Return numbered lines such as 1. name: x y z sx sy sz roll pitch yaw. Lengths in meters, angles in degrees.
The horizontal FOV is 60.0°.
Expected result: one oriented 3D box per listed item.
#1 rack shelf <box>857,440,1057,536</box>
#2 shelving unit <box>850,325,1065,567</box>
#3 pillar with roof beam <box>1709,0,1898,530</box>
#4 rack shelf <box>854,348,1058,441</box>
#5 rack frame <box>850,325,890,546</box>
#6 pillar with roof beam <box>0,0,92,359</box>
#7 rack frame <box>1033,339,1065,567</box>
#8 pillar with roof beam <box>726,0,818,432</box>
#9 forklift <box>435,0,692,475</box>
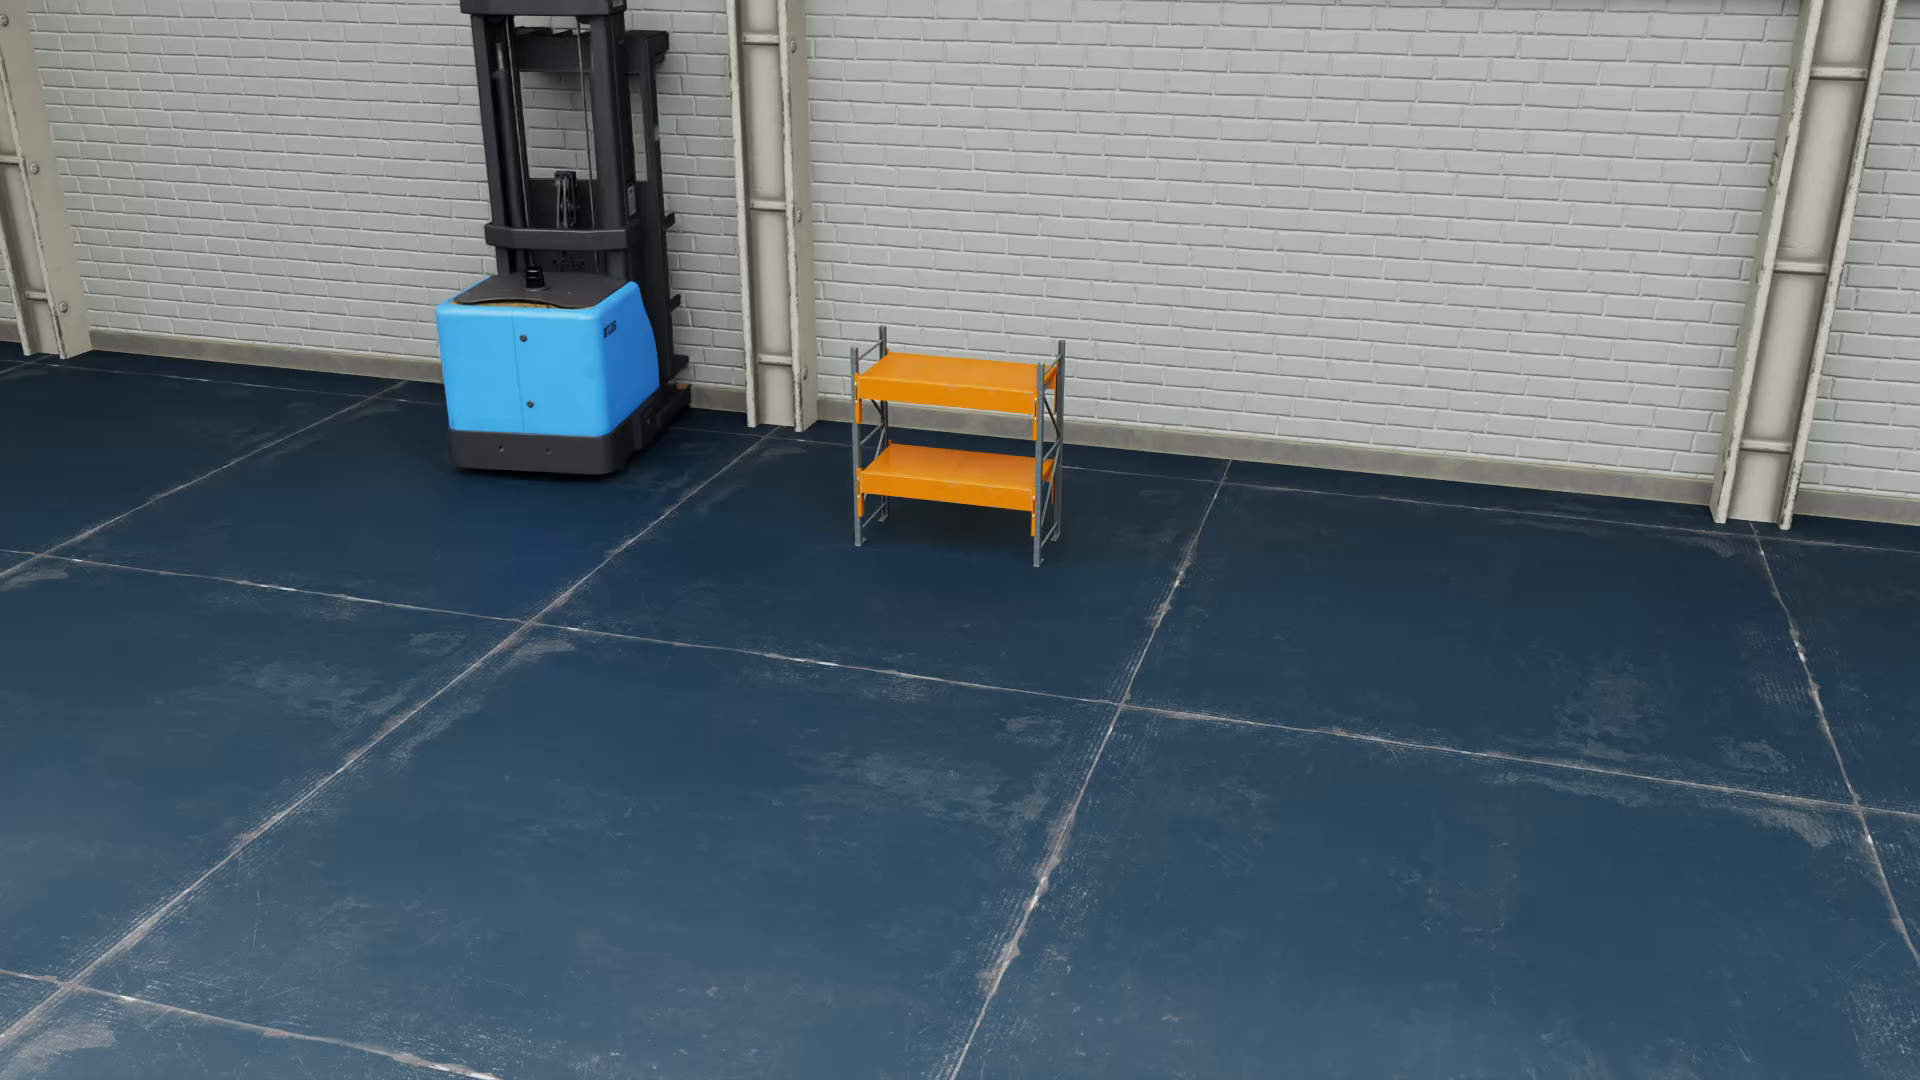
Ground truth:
1. rack shelf: -0.006 -0.295 9.151 1.000 0.278 0.538 7 23 16
2. shelving unit: -0.006 -0.521 9.058 1.048 1.125 0.538 7 23 16
3. pillar with roof beam: 3.311 -2.735 4.080 0.400 9.000 9.100 7 23 16
4. rack shelf: -0.006 -0.792 8.947 1.000 0.278 0.538 7 23 16
5. rack frame: -0.493 -0.577 9.194 0.032 1.125 0.500 7 23 16
6. pillar with roof beam: -8.177 -4.050 7.287 0.400 9.000 9.100 7 23 16
7. rack frame: 0.480 -0.465 8.922 0.032 1.125 0.500 7 23 16
8. pillar with roof beam: -2.433 -3.393 5.684 0.400 9.000 9.100 7 23 16
9. forklift: -2.412 -2.274 10.952 1.130 2.935 3.031 3 23 7
